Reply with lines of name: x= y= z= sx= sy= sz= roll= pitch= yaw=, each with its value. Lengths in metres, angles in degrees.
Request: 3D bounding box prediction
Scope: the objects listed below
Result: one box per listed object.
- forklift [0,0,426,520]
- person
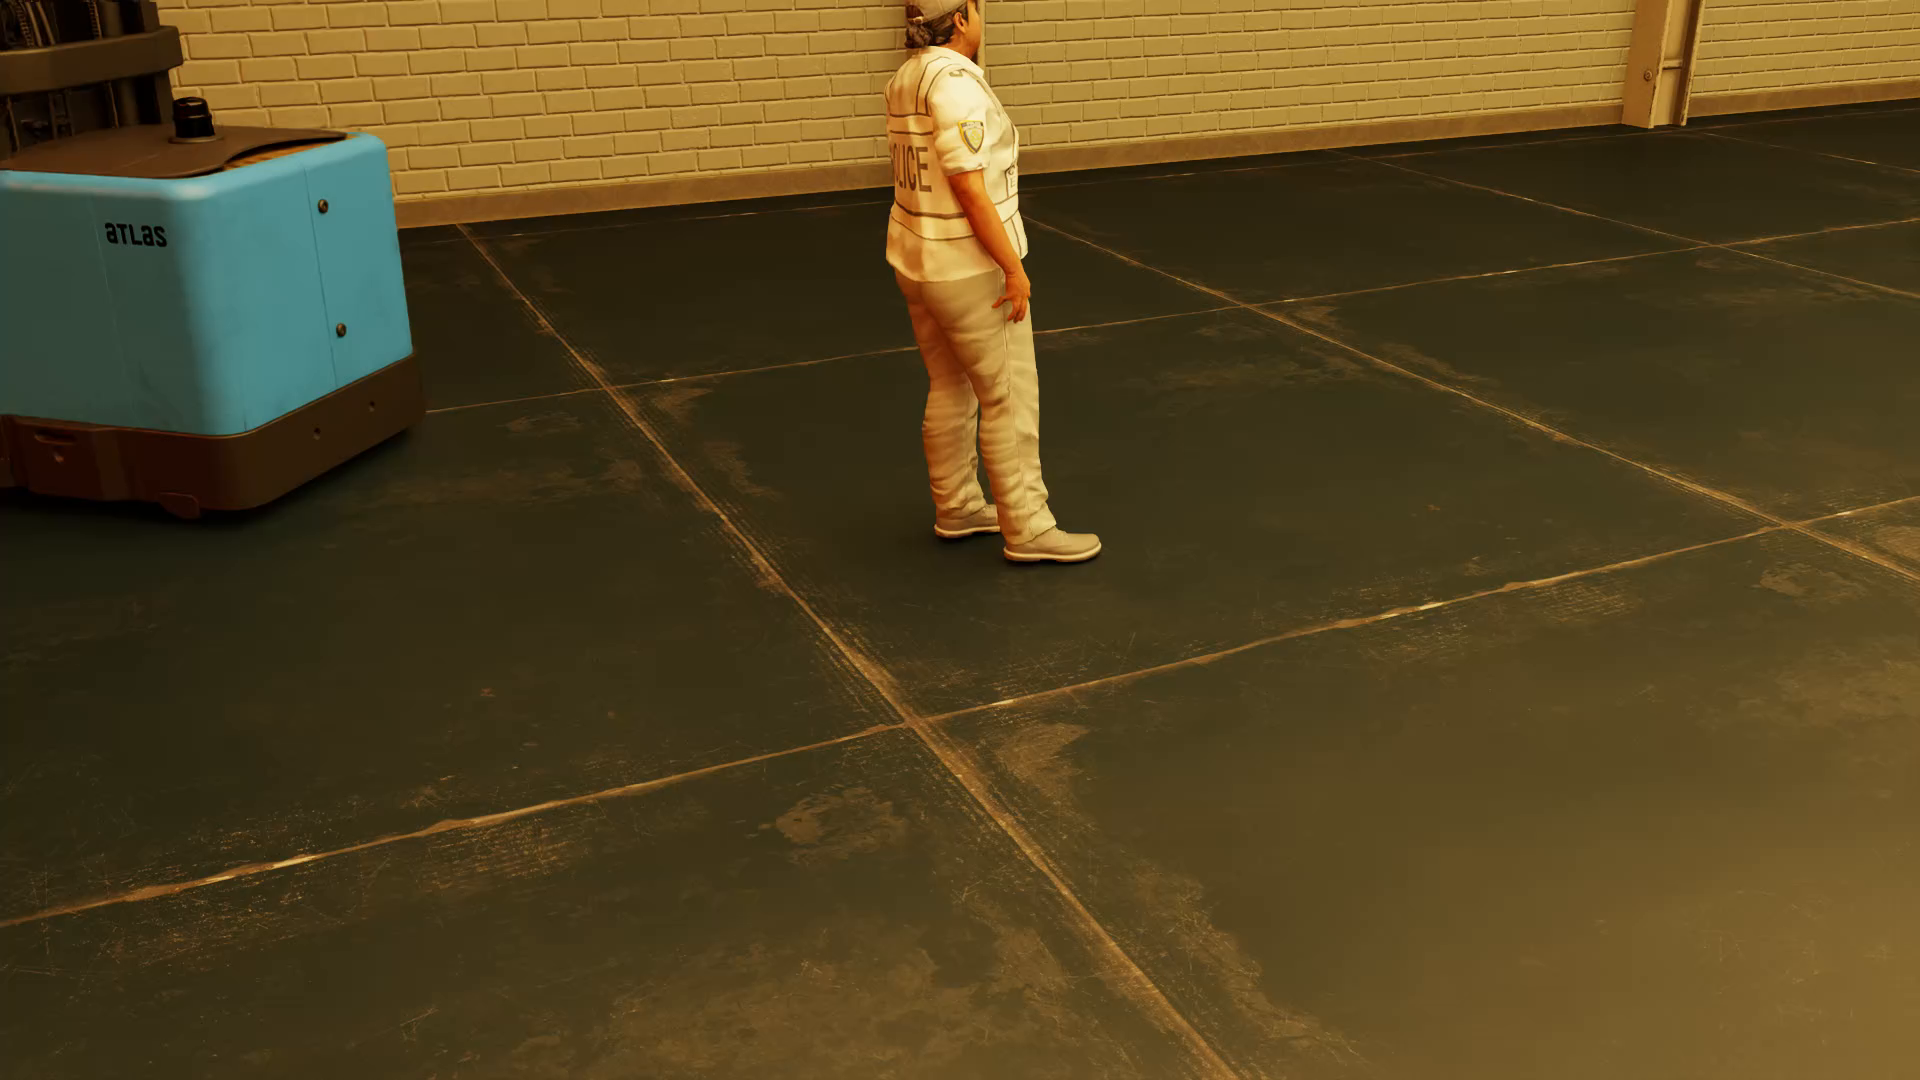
forklift: x=-3.498 y=-1.721 z=5.428 sx=3.031 sy=2.935 sz=1.130 roll=6 pitch=23 yaw=15
person: x=0.079 y=-0.780 z=4.795 sx=0.529 sy=1.670 sz=0.598 roll=-10 pitch=25 yaw=-23
